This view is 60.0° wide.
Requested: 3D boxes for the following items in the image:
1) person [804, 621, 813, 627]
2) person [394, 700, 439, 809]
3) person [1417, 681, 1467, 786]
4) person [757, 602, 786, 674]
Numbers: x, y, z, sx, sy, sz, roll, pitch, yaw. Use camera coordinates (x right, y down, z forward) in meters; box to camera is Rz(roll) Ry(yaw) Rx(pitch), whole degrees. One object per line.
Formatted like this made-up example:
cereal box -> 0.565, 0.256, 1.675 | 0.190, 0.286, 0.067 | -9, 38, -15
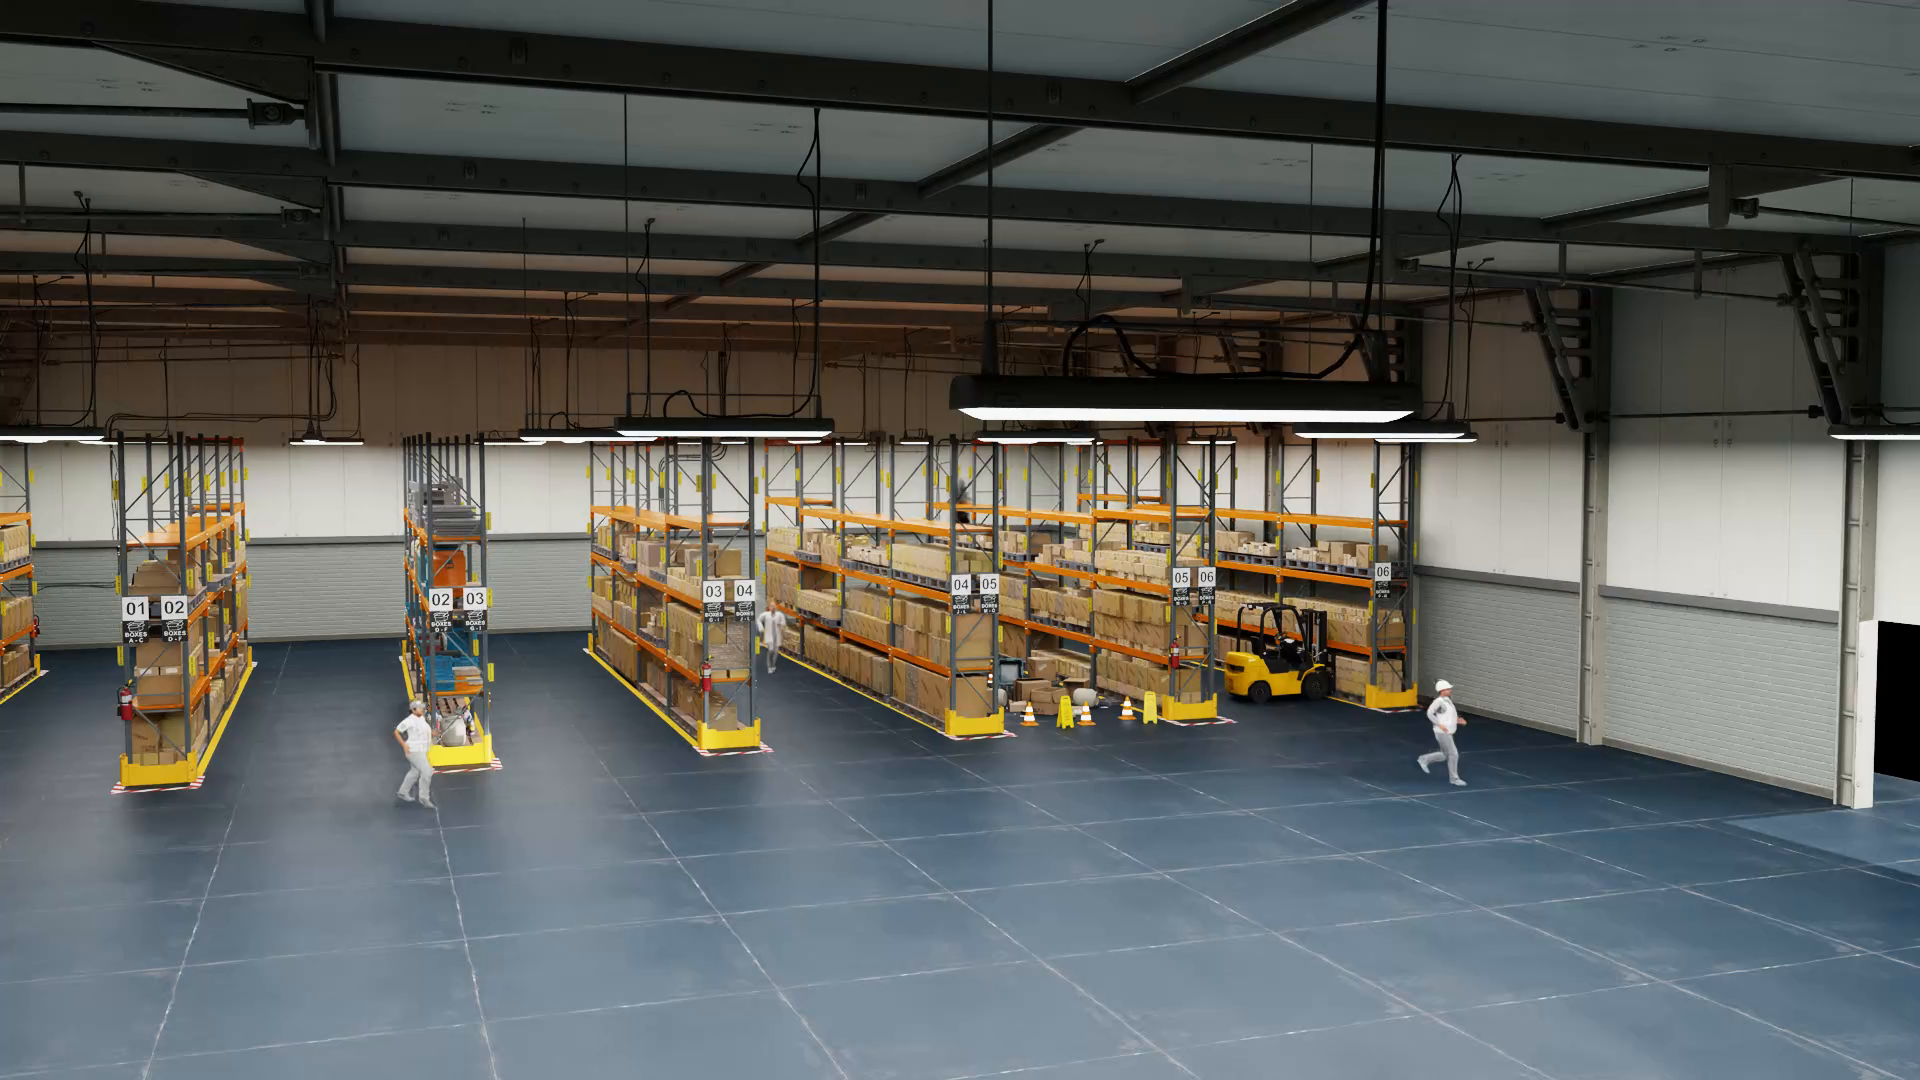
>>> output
person -> -4.666, 2.146, 49.679 | 0.838, 1.607, 0.531 | -2, 4, -27
person -> -8.669, 3.425, 26.567 | 0.739, 1.732, 0.567 | 0, 3, 5
person -> 8.227, 3.280, 28.369 | 0.880, 1.772, 0.662 | 2, 4, 31
person -> -4.771, 2.490, 42.364 | 0.675, 1.835, 0.824 | -1, 3, -22
